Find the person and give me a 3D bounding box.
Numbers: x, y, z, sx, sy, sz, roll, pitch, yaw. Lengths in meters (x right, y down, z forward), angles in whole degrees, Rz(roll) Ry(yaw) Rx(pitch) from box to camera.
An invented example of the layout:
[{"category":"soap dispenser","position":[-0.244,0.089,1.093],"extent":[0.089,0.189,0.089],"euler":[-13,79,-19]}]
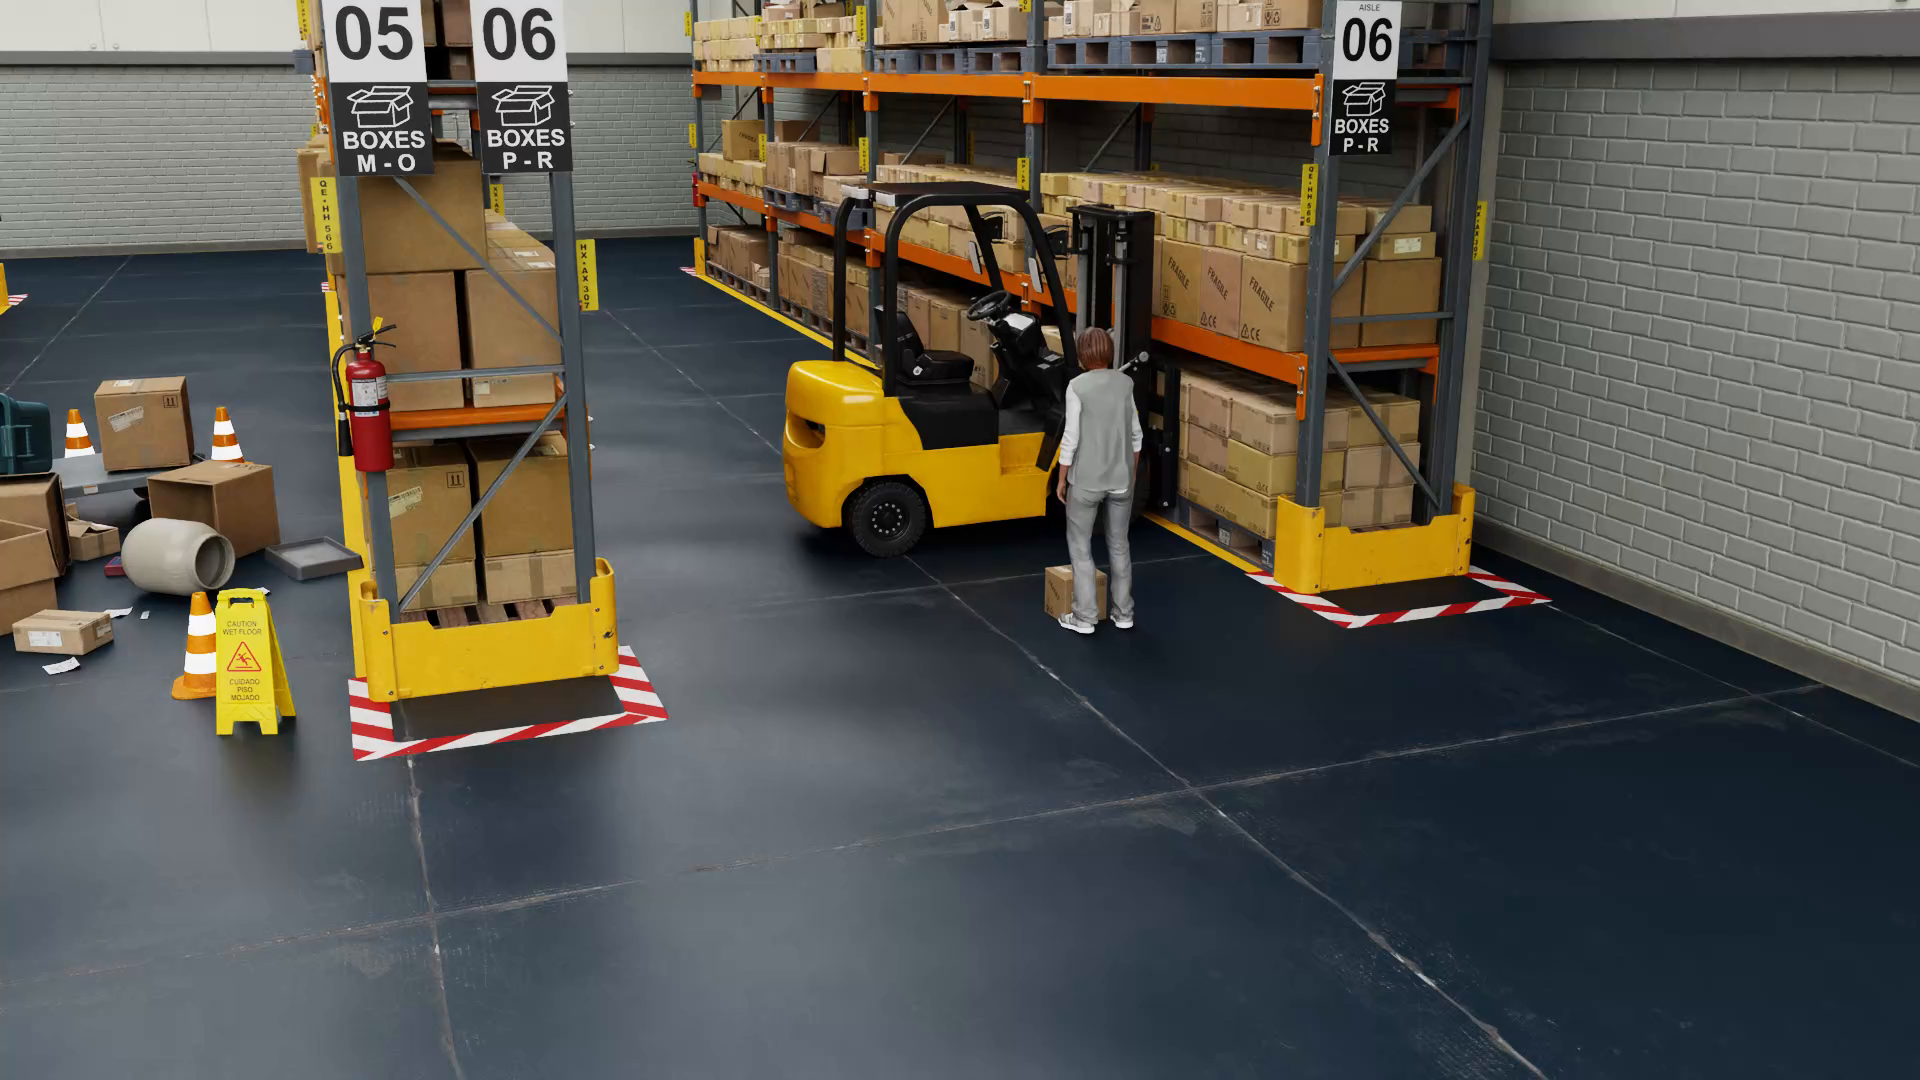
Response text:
[{"category":"person","position":[0.719,-0.298,8.598],"extent":[0.464,1.592,0.346],"euler":[-6,17,-20]}]
